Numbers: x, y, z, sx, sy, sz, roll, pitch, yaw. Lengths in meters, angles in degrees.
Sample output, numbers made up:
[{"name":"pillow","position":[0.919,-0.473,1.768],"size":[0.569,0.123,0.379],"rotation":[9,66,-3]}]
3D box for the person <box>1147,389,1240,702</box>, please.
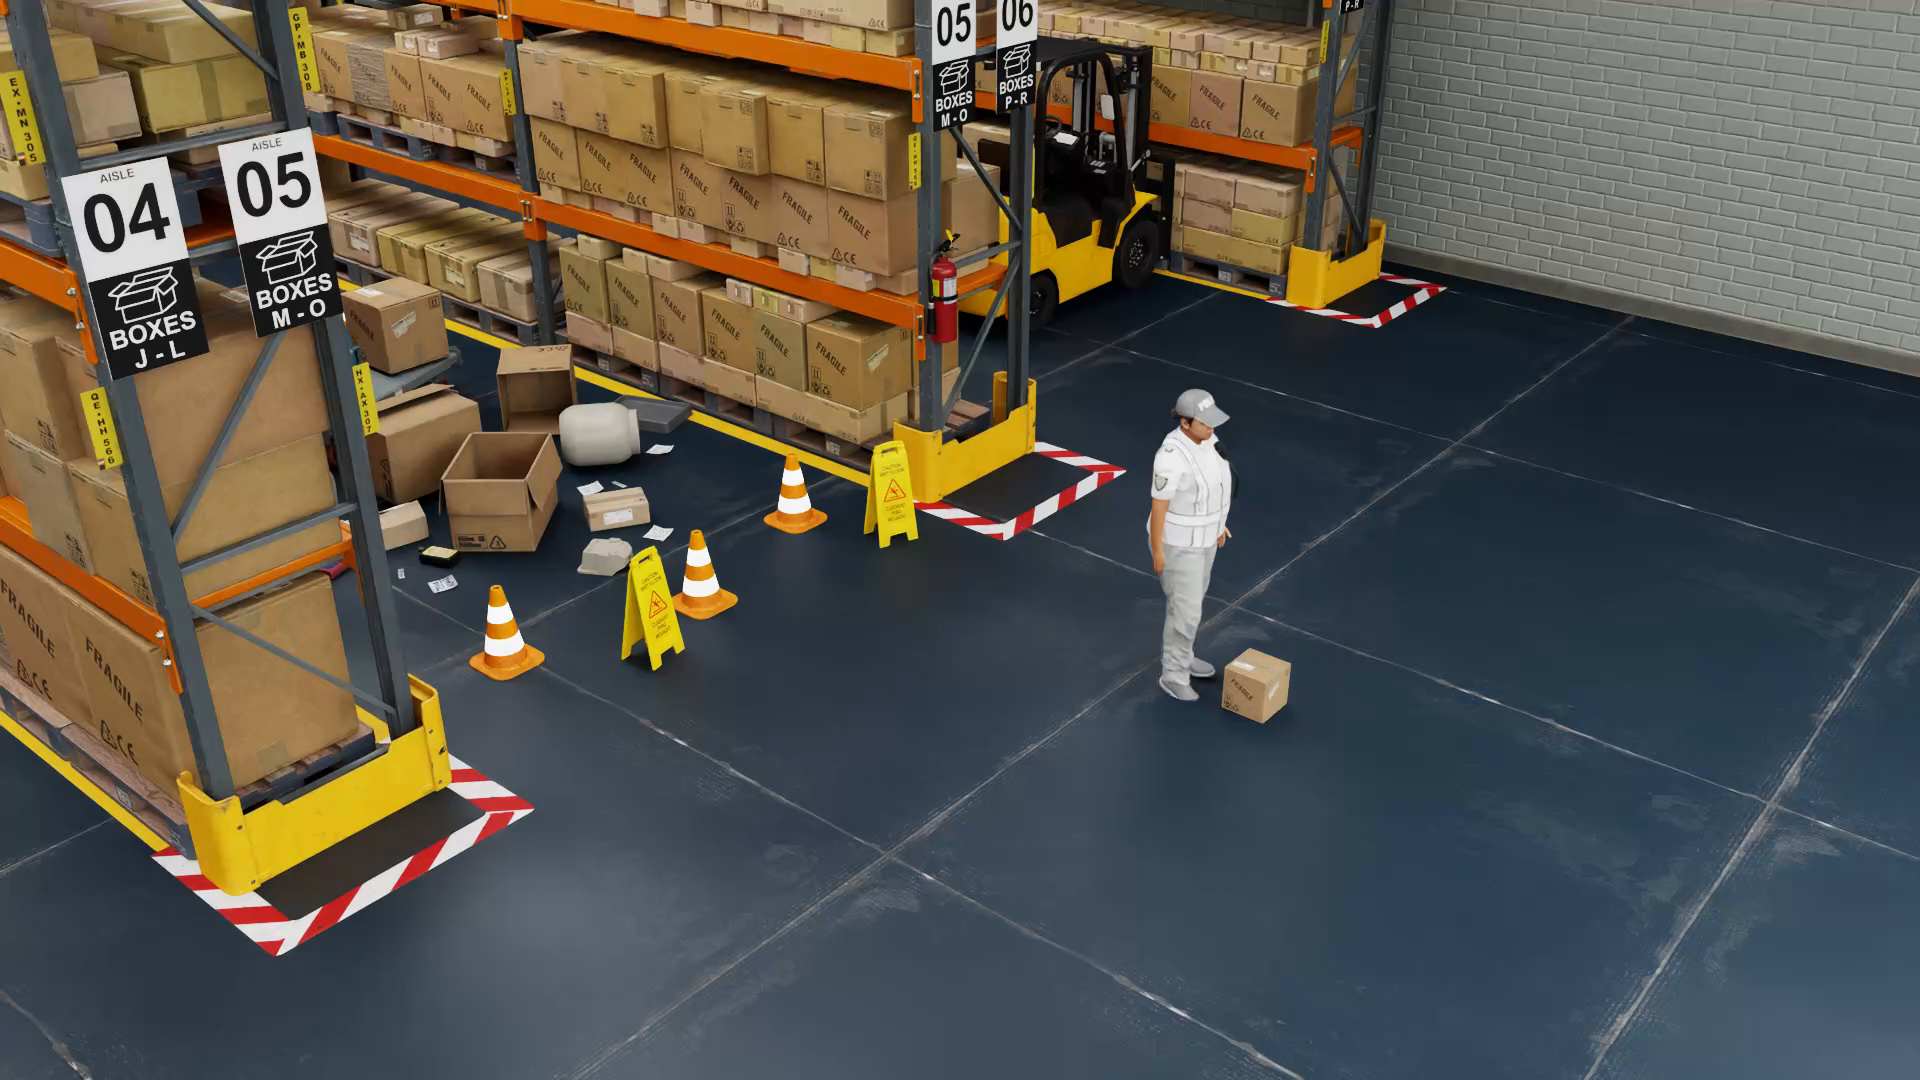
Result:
[{"name":"person","position":[1.216,0.018,8.642],"size":[0.449,1.733,0.513],"rotation":[16,32,28]}]
